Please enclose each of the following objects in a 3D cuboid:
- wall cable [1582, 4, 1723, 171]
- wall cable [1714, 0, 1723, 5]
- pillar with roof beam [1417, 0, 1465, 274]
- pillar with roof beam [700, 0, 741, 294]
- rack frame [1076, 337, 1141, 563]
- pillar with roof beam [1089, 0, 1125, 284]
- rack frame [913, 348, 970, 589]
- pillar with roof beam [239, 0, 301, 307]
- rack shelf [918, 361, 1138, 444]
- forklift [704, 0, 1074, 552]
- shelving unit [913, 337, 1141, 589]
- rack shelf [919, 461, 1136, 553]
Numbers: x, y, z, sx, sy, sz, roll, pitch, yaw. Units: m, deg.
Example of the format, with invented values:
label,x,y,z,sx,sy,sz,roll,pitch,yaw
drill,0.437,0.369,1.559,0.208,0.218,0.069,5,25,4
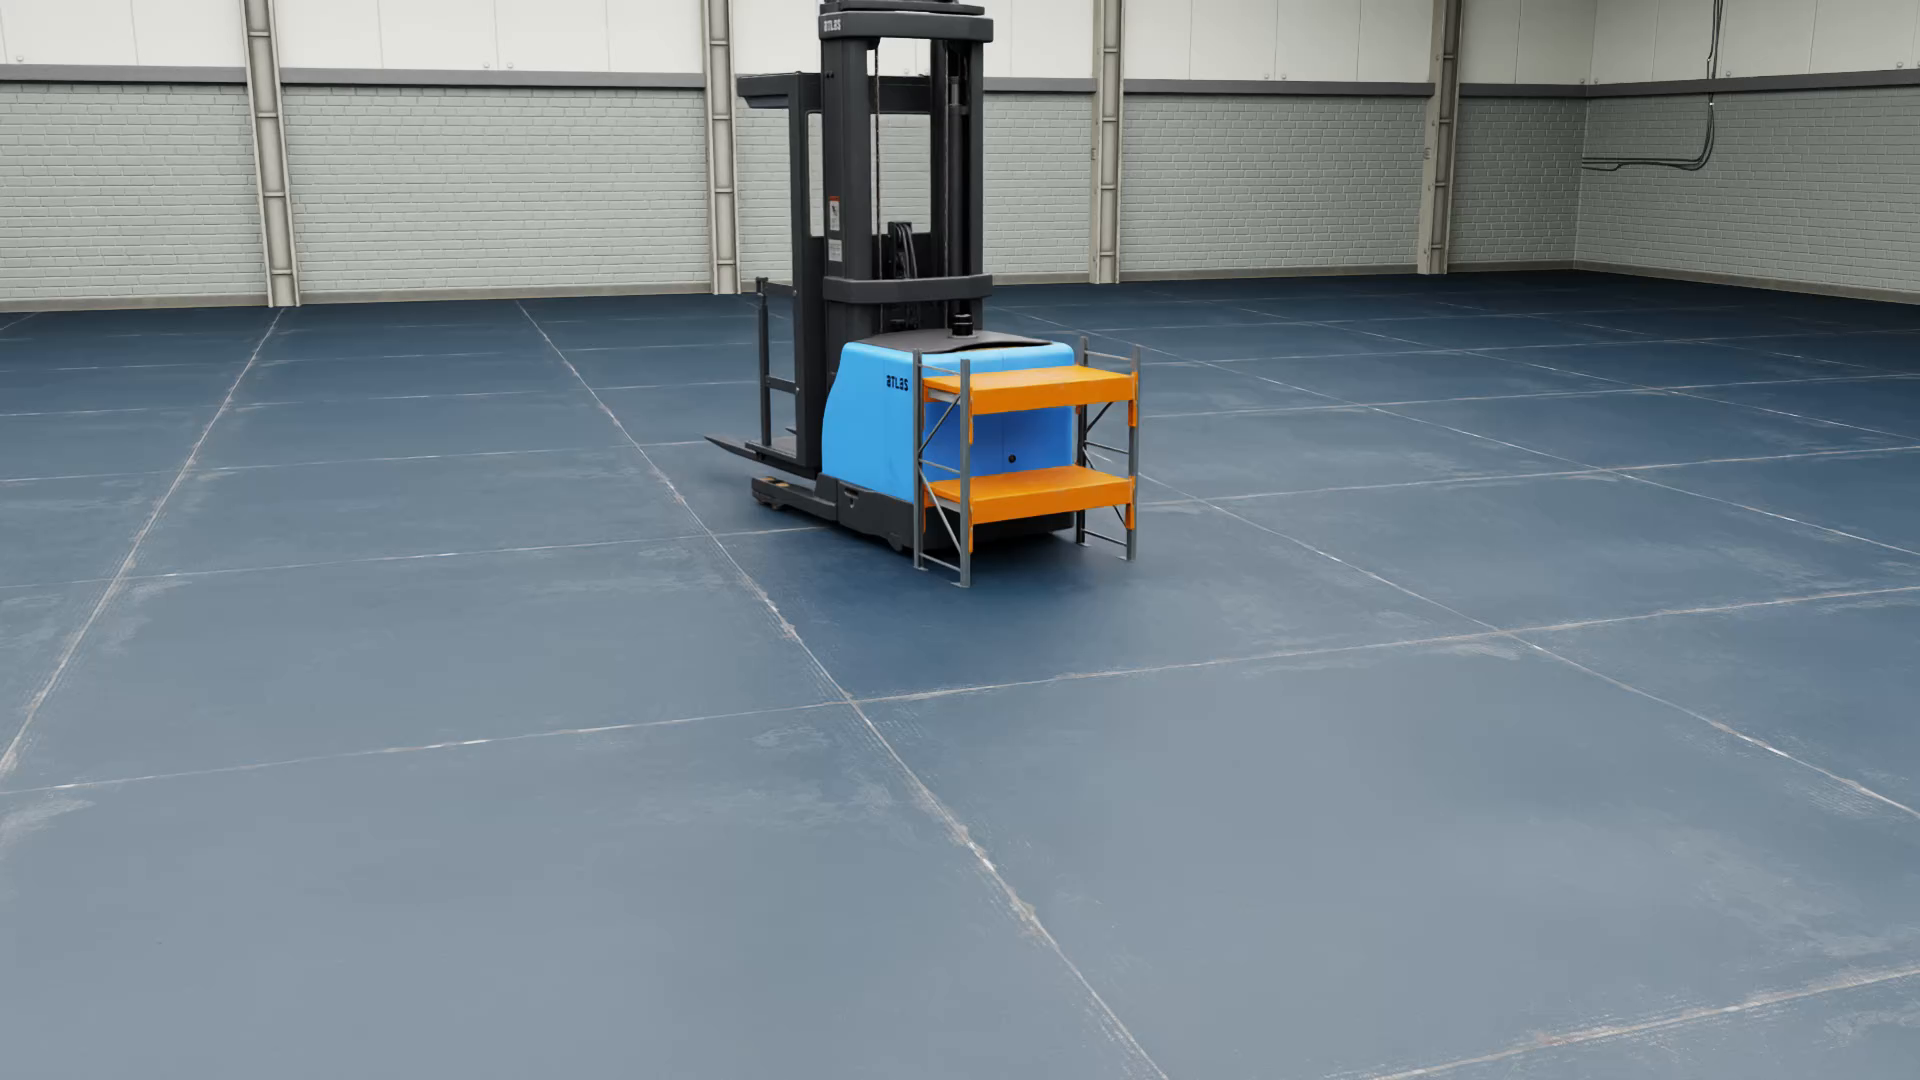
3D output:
label,x,y,z,sx,sy,sz,roll,pitch,yaw
wall cable,11.163,-7.287,27.044,0.112,2.526,3.097,-4,14,-18
wall cable,12.026,-9.151,23.965,0.112,2.526,3.097,-4,14,-18
pillar with roof beam,9.323,-7.926,23.020,0.400,9.000,9.100,-4,14,-18
pillar with roof beam,-2.051,-7.041,19.297,0.400,9.000,9.100,-4,14,-18
rack frame,0.774,-0.480,8.730,0.032,1.125,0.500,-8,16,-30
pillar with roof beam,3.636,-7.484,21.158,0.400,9.000,9.100,-4,14,-18
rack frame,-0.094,-0.358,8.215,0.032,1.125,0.500,-8,16,-30
pillar with roof beam,-7.737,-6.598,17.435,0.400,9.000,9.100,-4,14,-18
rack shelf,0.340,-0.704,8.405,1.000,0.278,0.538,-8,16,-30
forklift,-0.600,-1.654,9.765,1.130,2.935,3.031,-9,16,-32
shelving unit,0.340,-0.419,8.473,1.048,1.125,0.538,-8,16,-30
rack shelf,0.340,-0.181,8.529,1.000,0.278,0.538,-8,16,-30
